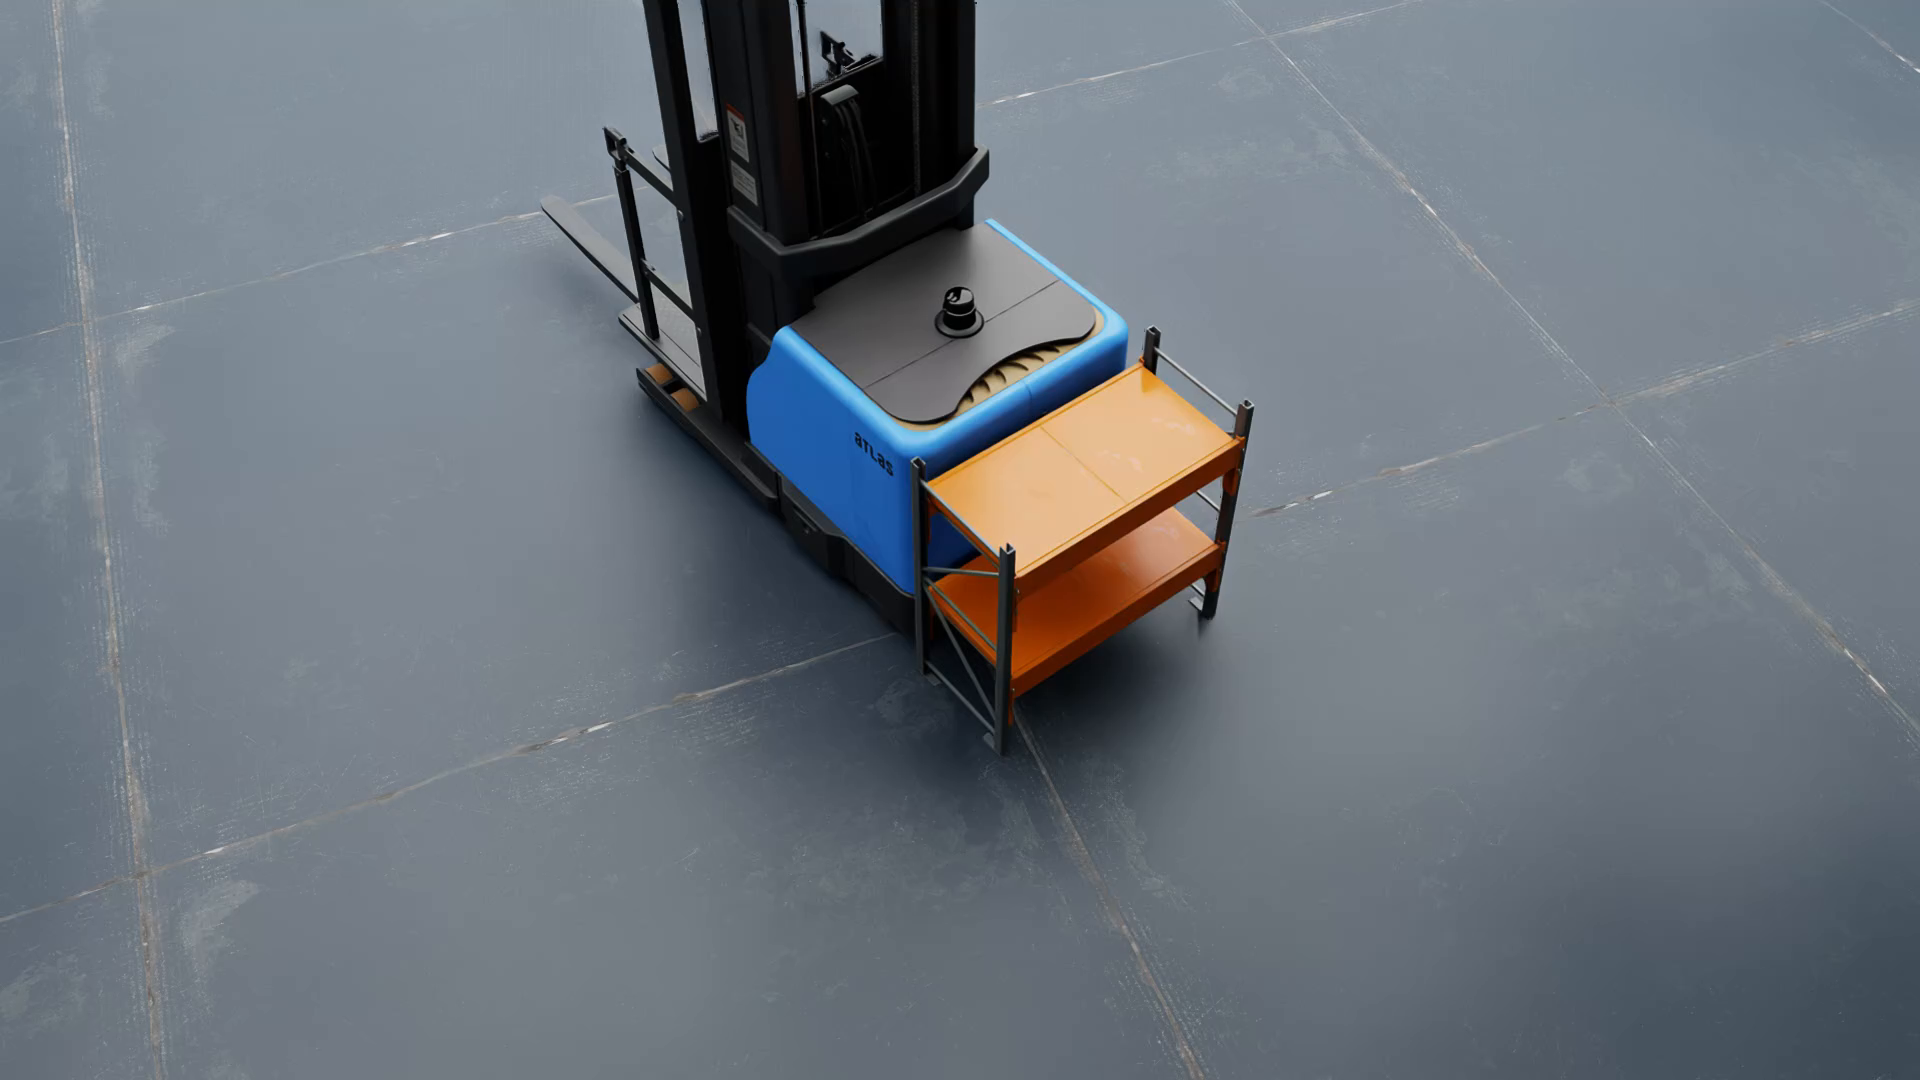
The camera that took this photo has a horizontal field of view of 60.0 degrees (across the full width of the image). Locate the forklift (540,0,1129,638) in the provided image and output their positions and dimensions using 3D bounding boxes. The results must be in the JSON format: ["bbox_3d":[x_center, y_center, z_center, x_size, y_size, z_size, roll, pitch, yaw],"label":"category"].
[{"bbox_3d":[-0.712,-1.645,6.072,1.130,2.935,3.031,-32,56,-24],"label":"forklift"}]

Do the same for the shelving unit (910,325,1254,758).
[{"bbox_3d":[0.406,0.017,5.835,1.048,1.125,0.538,-31,56,-24],"label":"shelving unit"}]

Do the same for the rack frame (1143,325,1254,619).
[{"bbox_3d":[0.807,-0.220,6.038,0.032,1.125,0.500,-31,56,-24],"label":"rack frame"}]

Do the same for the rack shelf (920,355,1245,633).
[{"bbox_3d":[0.406,-0.174,5.613,1.000,0.278,0.538,-31,56,-24],"label":"rack shelf"}]

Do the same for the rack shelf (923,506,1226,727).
[{"bbox_3d":[0.406,0.176,6.020,1.000,0.278,0.538,-31,56,-24],"label":"rack shelf"}]

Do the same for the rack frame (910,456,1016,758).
[{"bbox_3d":[0.006,0.254,5.631,0.032,1.125,0.500,-31,56,-24],"label":"rack frame"}]
